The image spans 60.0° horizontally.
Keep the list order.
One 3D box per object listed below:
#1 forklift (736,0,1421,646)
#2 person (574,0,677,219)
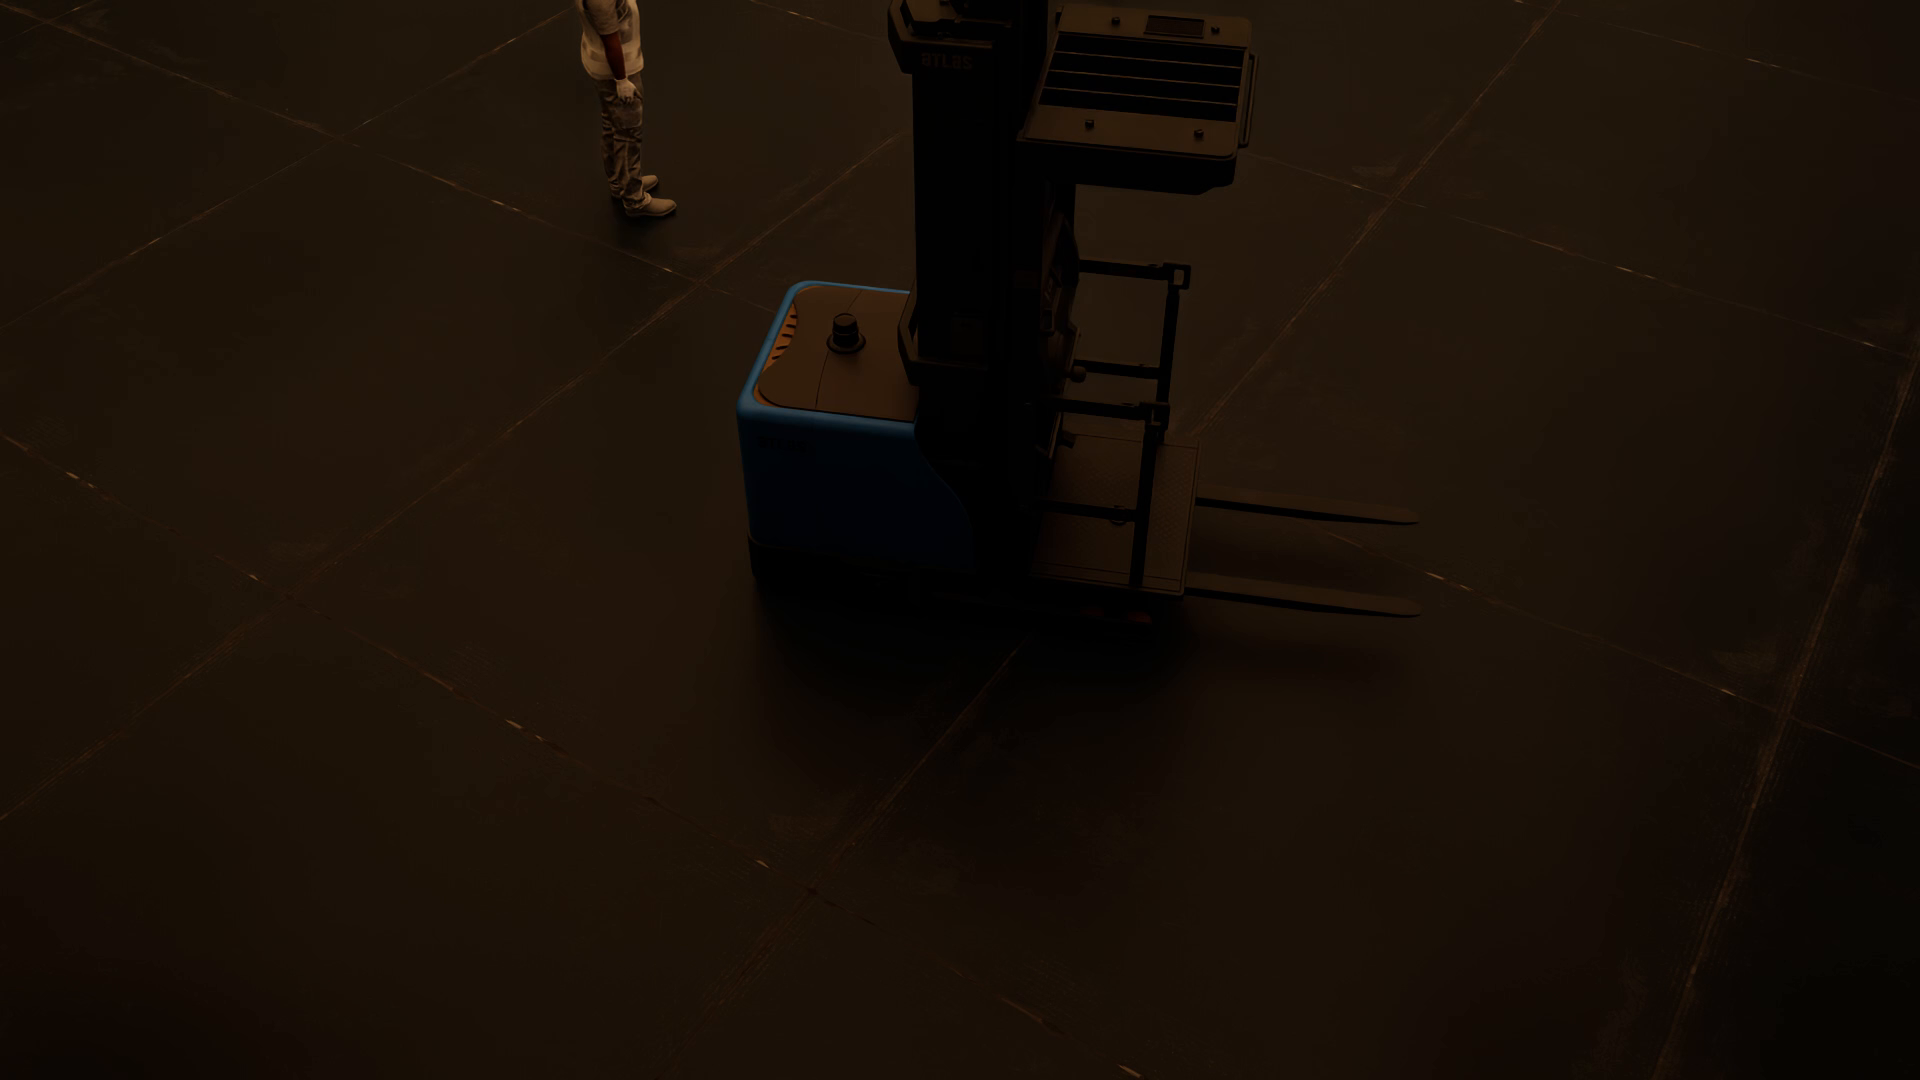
[{"bbox_3d":[0.598,-0.987,6.890,3.031,2.935,1.130,7,44,8],"label":"forklift"},{"bbox_3d":[-1.970,-2.727,9.557,0.374,1.790,0.539,-17,46,-17],"label":"person"}]
